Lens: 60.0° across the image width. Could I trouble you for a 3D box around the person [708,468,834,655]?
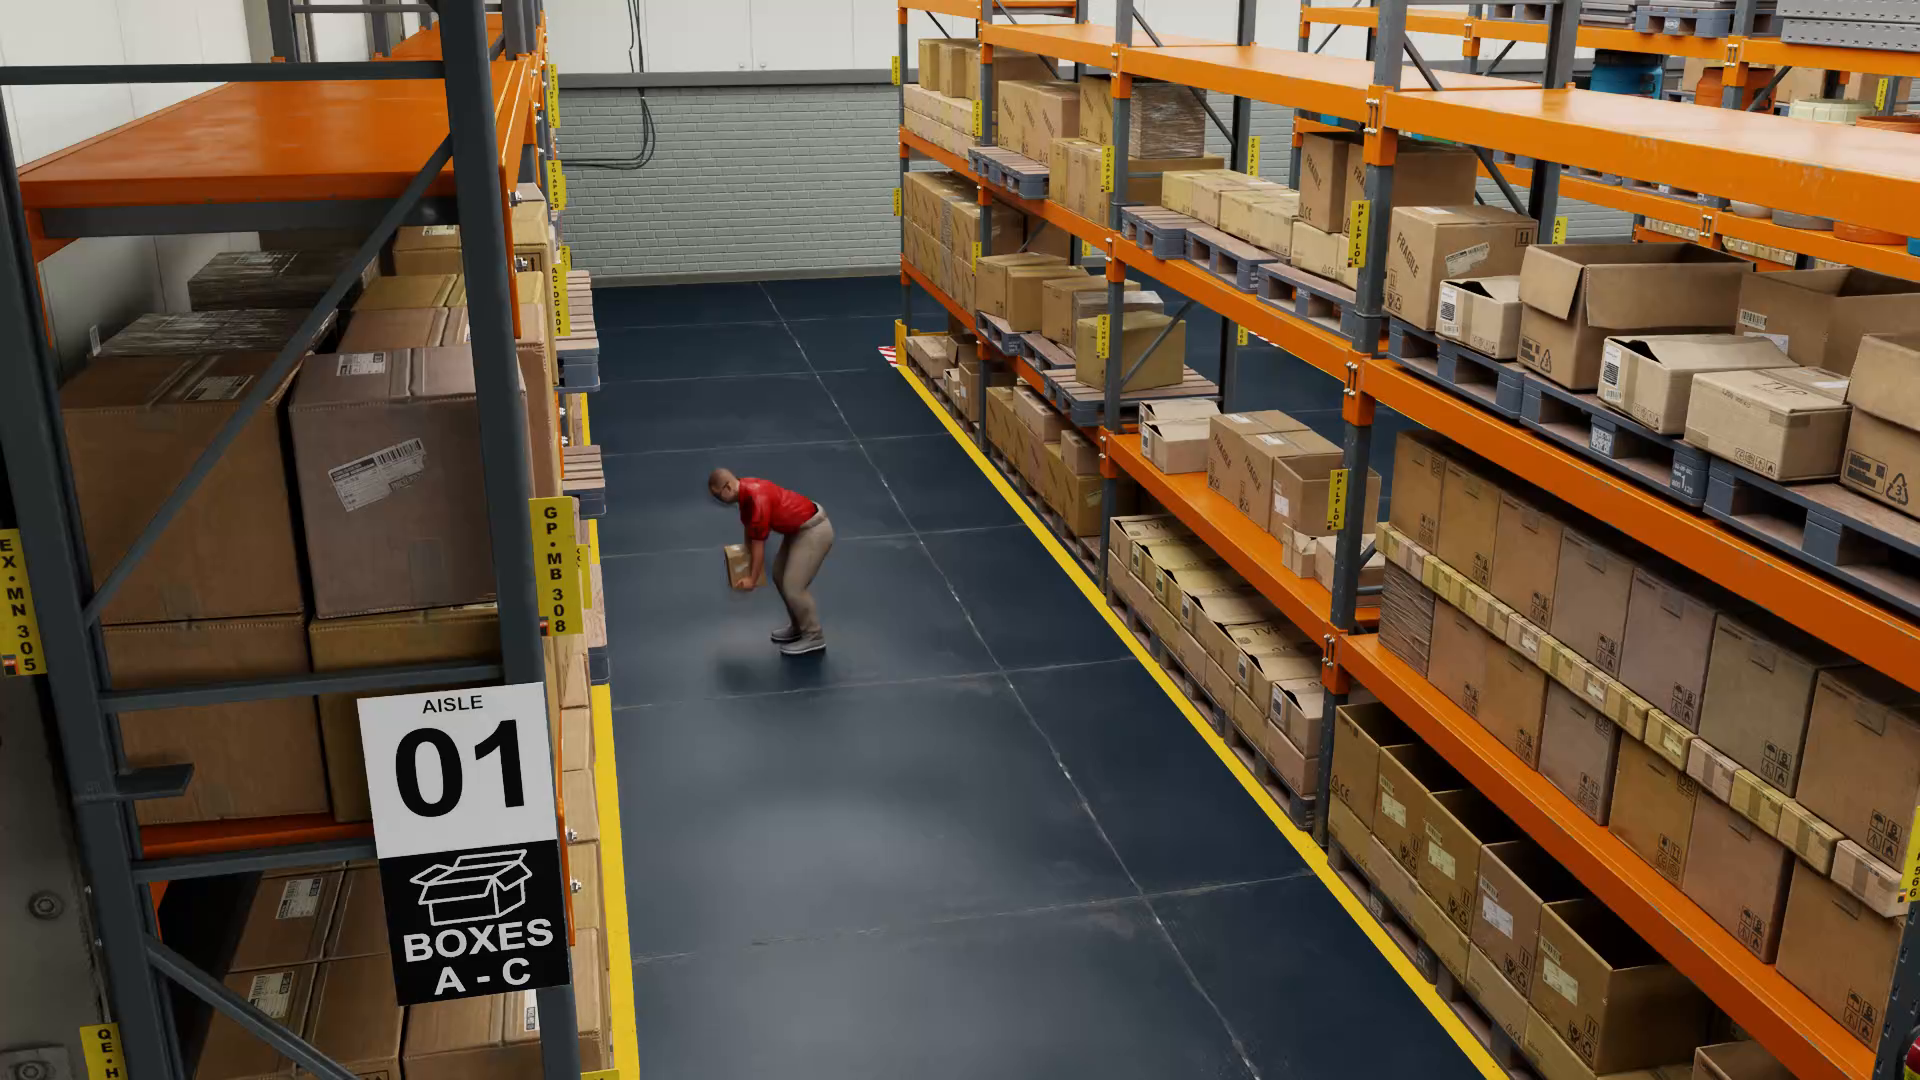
[{"bbox_3d":[-1.327,0.123,11.791,0.867,1.372,0.479,-5,20,-14],"label":"person"}]
